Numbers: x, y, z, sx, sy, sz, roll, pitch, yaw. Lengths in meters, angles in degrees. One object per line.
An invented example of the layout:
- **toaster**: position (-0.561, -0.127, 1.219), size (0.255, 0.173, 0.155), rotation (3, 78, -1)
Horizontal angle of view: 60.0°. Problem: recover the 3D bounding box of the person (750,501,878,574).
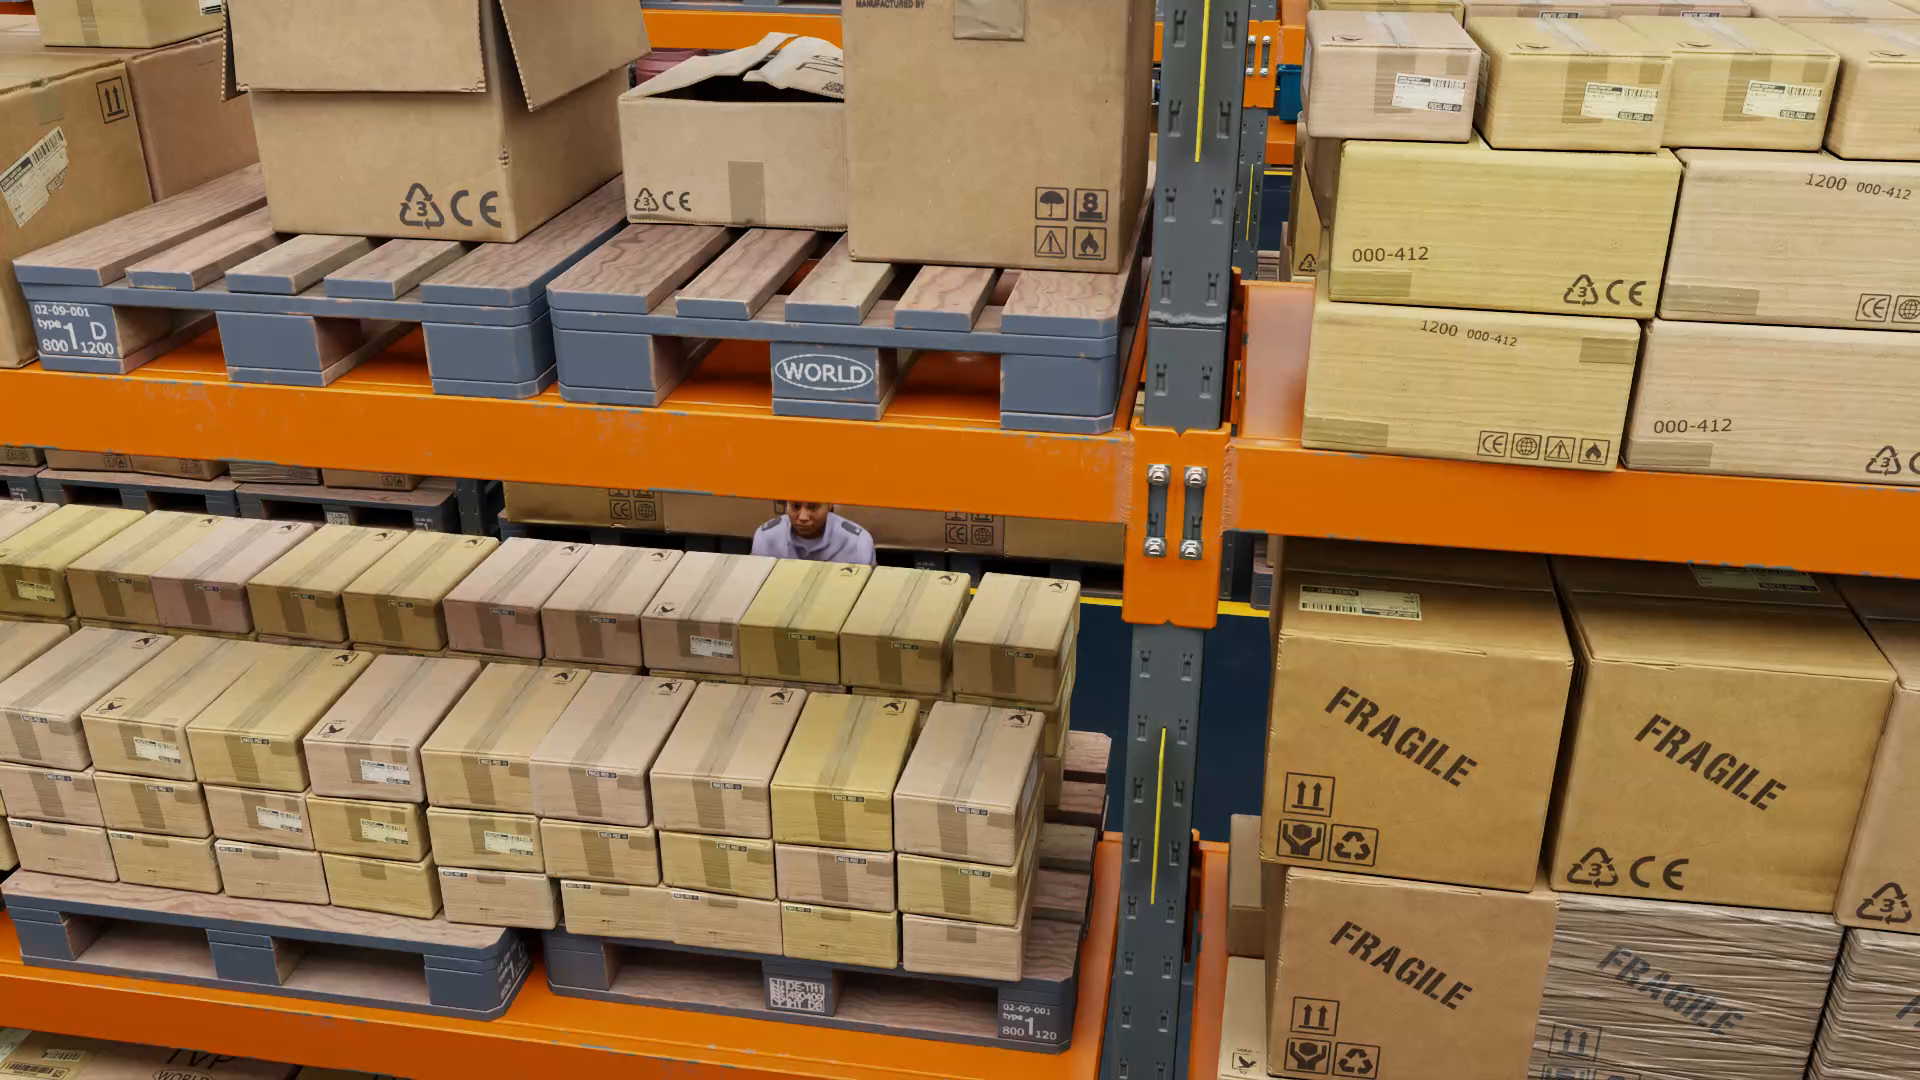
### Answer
- **person**: position (-0.538, 0.474, 6.099), size (0.522, 1.656, 0.370), rotation (3, 25, 7)
